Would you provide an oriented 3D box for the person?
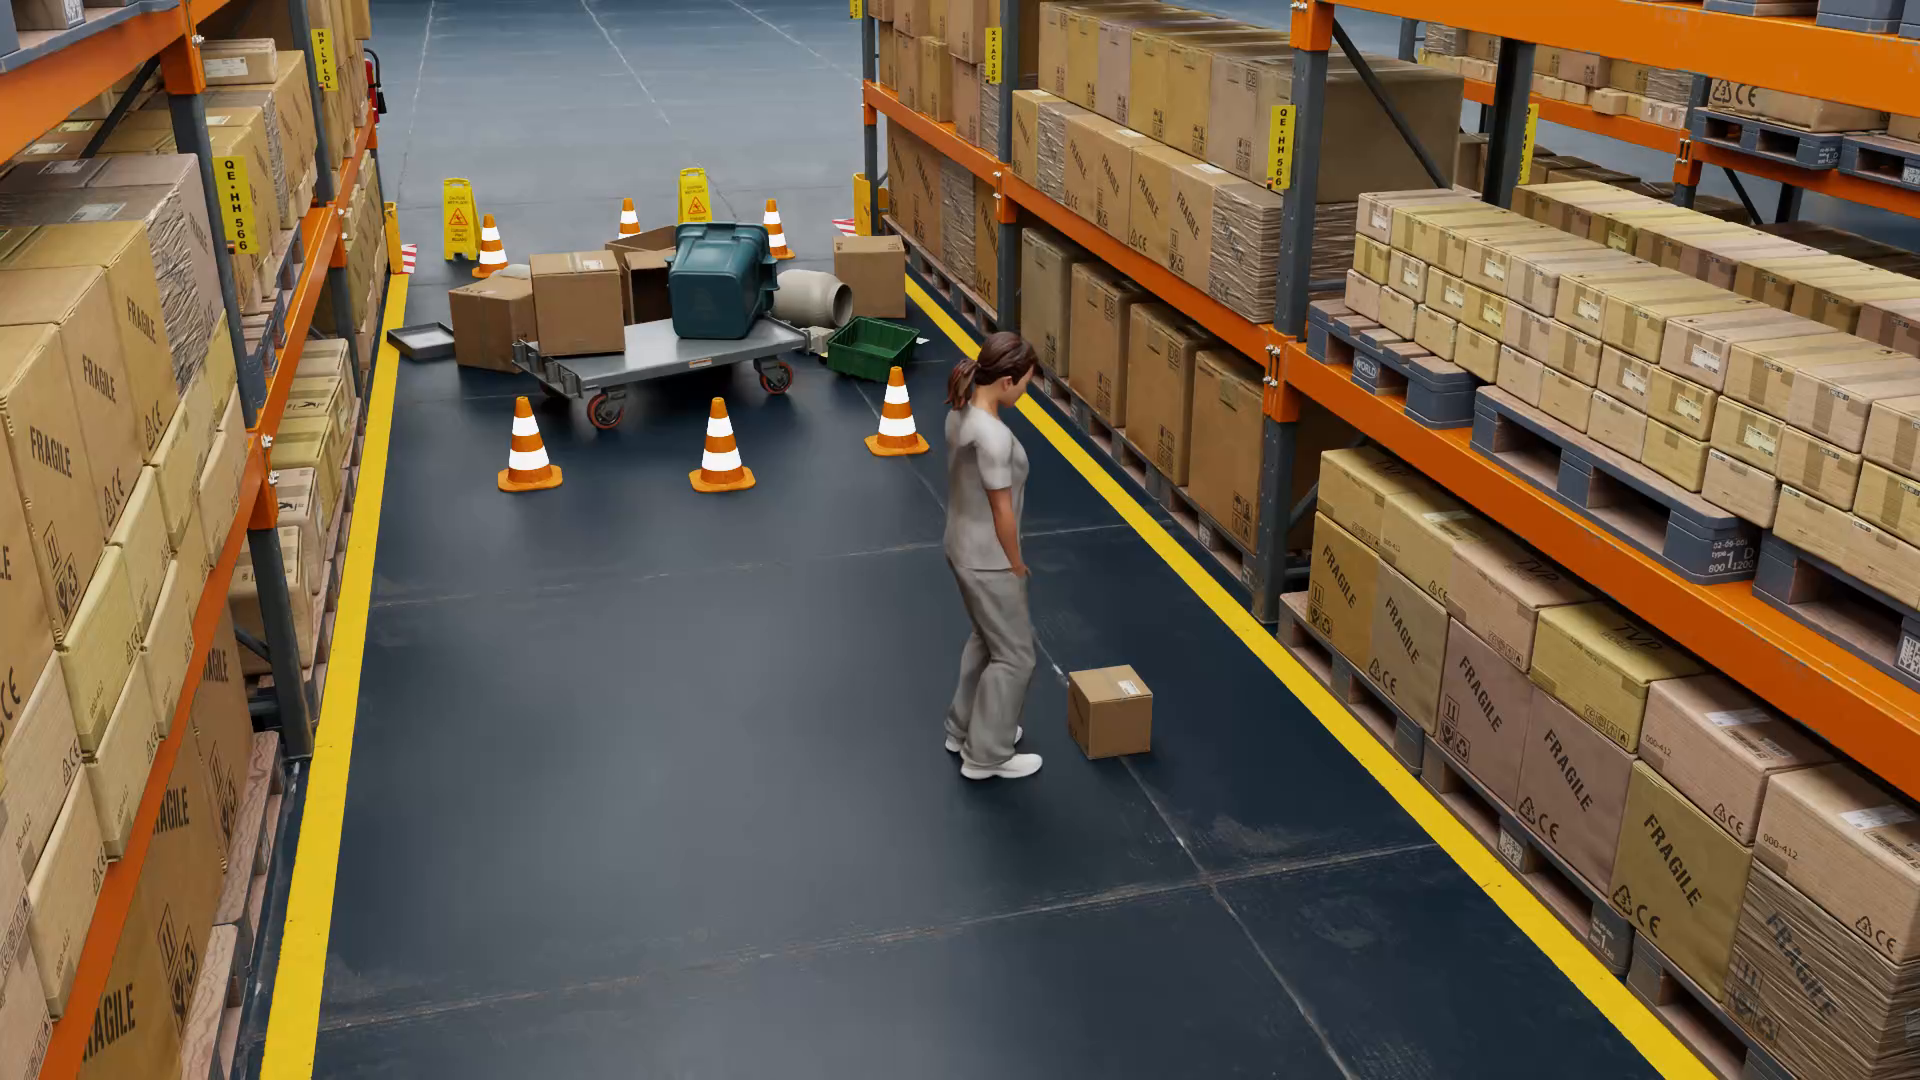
[{"bbox_3d":[0.102,0.058,5.997,0.352,1.658,0.451,-6,24,-13],"label":"person"}]
